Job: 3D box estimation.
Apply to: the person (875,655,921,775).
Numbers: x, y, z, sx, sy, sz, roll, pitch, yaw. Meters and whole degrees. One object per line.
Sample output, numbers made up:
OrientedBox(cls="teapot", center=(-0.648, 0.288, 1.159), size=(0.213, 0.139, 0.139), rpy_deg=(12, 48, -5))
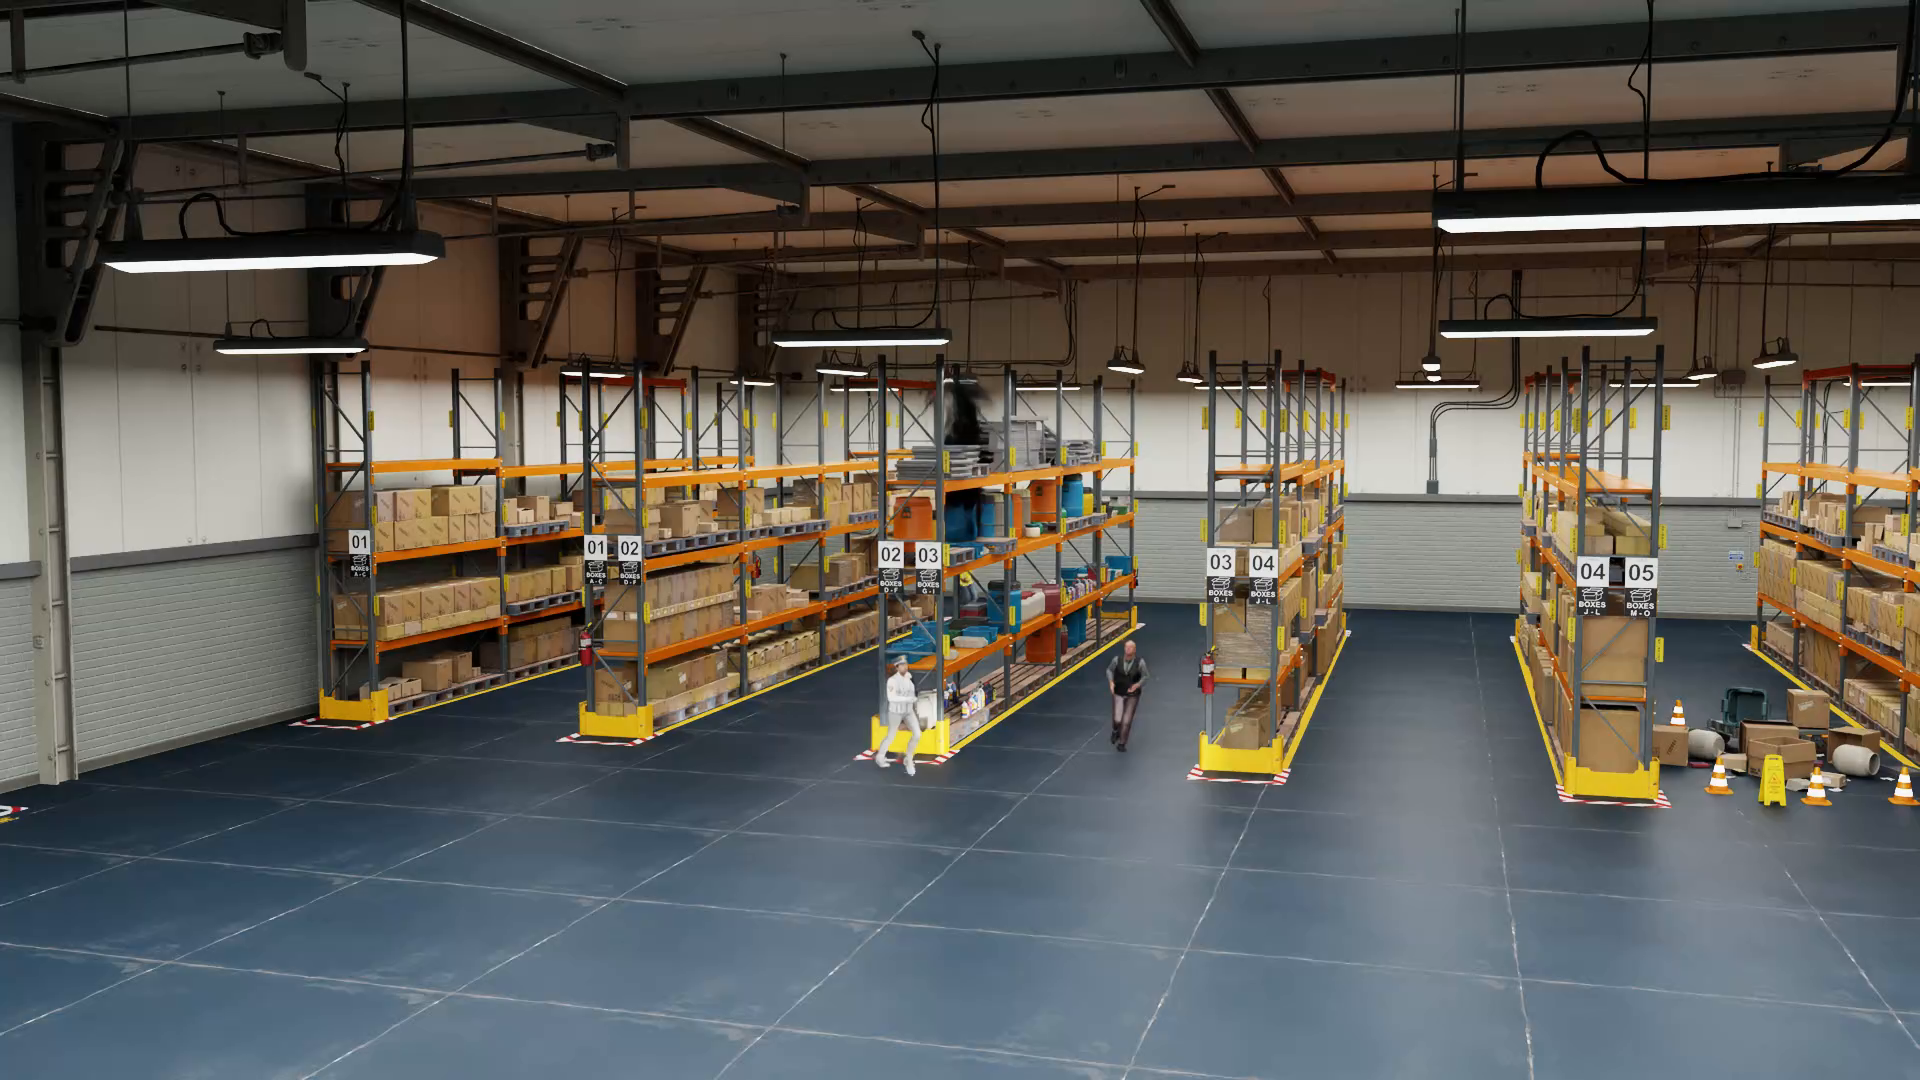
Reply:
OrientedBox(cls="person", center=(-0.838, 2.473, 23.646), size=(0.619, 1.726, 0.857), rpy_deg=(-3, 5, -39))

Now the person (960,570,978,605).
OrientedBox(cls="person", center=(0.118, 1.137, 42.228), size=(0.744, 1.746, 0.829), rpy_deg=(-4, 5, -41))

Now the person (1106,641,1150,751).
OrientedBox(cls="person", center=(2.545, 2.370, 25.267), size=(0.677, 1.696, 0.591), rpy_deg=(1, 4, 9))
